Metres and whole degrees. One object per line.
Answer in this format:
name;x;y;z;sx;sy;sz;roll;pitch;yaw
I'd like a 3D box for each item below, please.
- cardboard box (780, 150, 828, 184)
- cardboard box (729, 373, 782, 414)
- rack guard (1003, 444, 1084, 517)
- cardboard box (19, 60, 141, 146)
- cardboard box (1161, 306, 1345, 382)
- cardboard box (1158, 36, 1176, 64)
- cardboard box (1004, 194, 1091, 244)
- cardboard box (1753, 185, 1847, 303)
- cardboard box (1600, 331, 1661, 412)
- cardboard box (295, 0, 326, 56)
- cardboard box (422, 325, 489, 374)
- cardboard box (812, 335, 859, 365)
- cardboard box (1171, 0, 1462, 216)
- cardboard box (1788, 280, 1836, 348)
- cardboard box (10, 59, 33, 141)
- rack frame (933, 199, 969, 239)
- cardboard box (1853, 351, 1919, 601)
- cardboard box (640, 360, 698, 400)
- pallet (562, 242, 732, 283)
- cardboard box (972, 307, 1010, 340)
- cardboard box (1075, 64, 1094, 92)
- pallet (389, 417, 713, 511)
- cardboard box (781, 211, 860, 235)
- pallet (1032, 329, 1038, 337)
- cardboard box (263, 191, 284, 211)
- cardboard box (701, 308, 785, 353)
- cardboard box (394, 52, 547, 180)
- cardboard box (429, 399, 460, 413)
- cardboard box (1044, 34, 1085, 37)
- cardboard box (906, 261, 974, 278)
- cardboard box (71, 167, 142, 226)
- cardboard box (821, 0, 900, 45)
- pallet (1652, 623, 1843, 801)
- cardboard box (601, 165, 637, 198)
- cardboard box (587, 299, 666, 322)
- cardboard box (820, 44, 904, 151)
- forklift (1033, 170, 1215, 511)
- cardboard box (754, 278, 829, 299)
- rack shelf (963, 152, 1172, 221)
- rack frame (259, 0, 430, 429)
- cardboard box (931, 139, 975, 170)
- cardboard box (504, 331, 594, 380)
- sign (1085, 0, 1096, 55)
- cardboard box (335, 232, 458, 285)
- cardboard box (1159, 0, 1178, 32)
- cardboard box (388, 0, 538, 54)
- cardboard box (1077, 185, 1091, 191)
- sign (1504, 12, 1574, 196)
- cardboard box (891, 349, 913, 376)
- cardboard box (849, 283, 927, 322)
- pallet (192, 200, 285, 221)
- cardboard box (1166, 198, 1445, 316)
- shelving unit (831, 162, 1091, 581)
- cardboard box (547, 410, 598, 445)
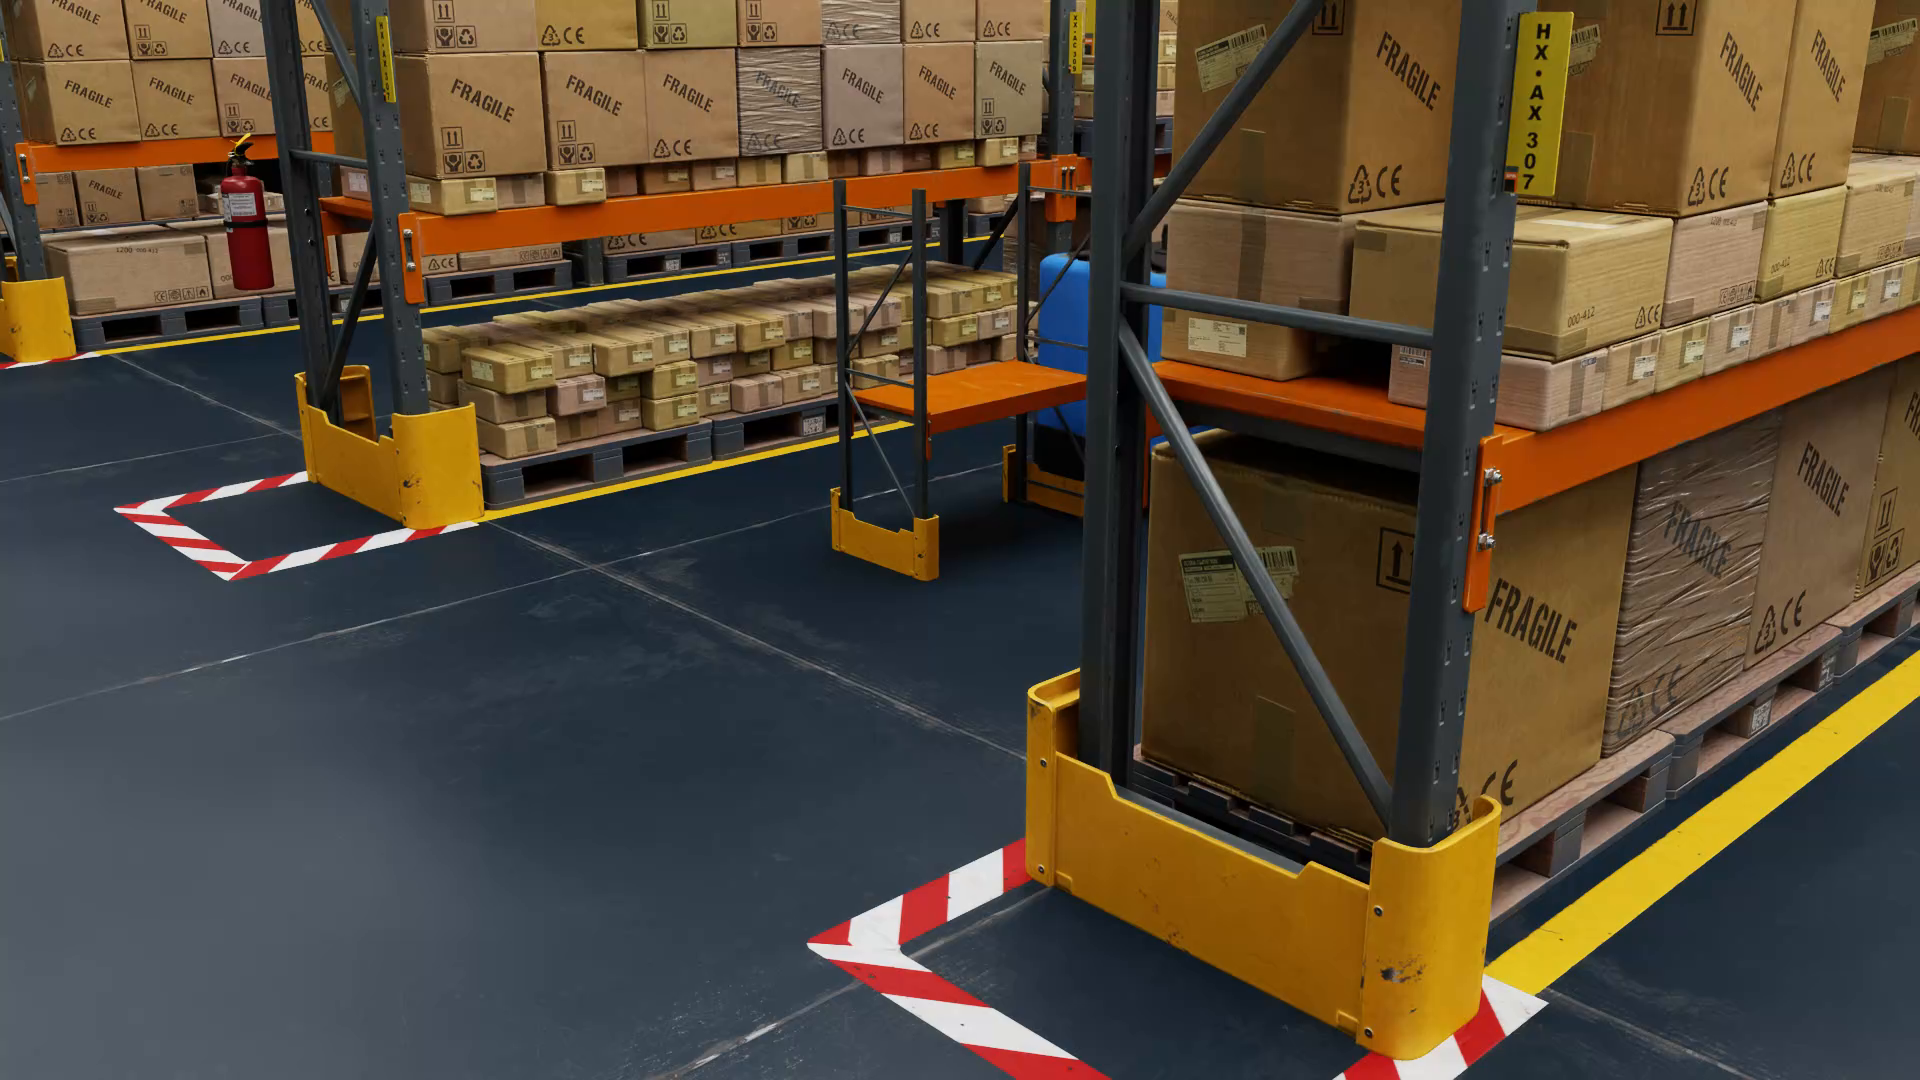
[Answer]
cardboard box;-0.874;-1.879;8.323;0.250;0.149;0.380;-16;24;-40
cardboard box;-1.115;-0.760;8.408;0.380;0.149;0.250;16;24;41
rack guard;0.417;-0.241;7.321;0.087;0.250;0.587;-16;24;-41
cardboard box;-5.575;-2.784;10.546;0.500;0.500;0.500;-17;24;-41
cardboard box;0.720;-0.508;4.095;0.250;0.149;0.380;-16;24;-40
cardboard box;1.060;-2.863;9.713;0.250;0.149;0.380;-15;23;-39
cardboard box;0.627;-2.041;10.571;0.500;0.250;0.500;-17;25;-42
cardboard box;1.962;-0.807;4.371;0.500;0.250;0.500;17;25;42
cardboard box;1.357;-0.415;3.807;0.250;0.149;0.380;-17;24;-42
cardboard box;-4.476;-3.588;11.404;0.500;0.500;0.500;-16;24;-41
cardboard box;-2.437;-0.907;7.895;0.250;0.149;0.380;-16;24;-40
cardboard box;-0.752;-1.043;8.798;0.380;0.149;0.250;17;24;41
cardboard box;0.861;-1.067;3.958;0.500;0.500;0.500;-16;24;-40
cardboard box;2.104;-0.633;4.481;0.250;0.149;0.380;-17;24;-41
cardboard box;-5.953;-2.908;10.928;0.500;0.500;0.500;-16;24;-41
rack frame;-0.309;-4.394;15.674;0.127;3.000;1.000;-16;24;-41
cardboard box;3.059;-0.393;6.097;0.875;0.875;0.875;-16;24;-41
cardboard box;-1.474;-0.797;8.038;0.250;0.149;0.380;-15;23;-39
pallet;-2.706;-2.401;14.046;1.213;0.211;1.003;-16;24;-41
cardboard box;0.061;-1.246;9.423;0.380;0.149;0.250;16;24;41
cardboard box;0.862;-2.661;9.572;0.250;0.149;0.380;-16;24;-40
pallet;-1.977;-0.465;8.077;1.213;0.211;1.003;-16;24;-41
cardboard box;-1.519;-3.267;14.963;0.875;0.875;0.875;-16;24;-40
pallet;0.824;-1.298;10.644;1.213;0.211;1.003;-16;24;-41
cardboard box;-6.831;-3.318;16.296;0.380;0.149;0.250;17;25;42
cardboard box;-1.090;-1.056;8.355;0.250;0.149;0.380;-16;24;-40
cardboard box;-2.131;-1.833;7.131;0.500;0.500;0.500;-15;23;-38
cardboard box;-2.408;-0.613;7.953;0.250;0.149;0.380;-16;24;-40
cardboard box;0.612;-3.008;10.160;0.380;0.149;0.250;17;25;42
cardboard box;-0.133;-1.559;9.906;0.250;0.149;0.380;-15;23;-39
cardboard box;-7.924;-3.192;15.337;0.500;0.500;0.500;-16;24;-40
cardboard box;-0.650;-2.747;8.329;0.500;0.500;0.500;-15;24;-39
pallet;2.101;0.404;5.396;1.213;0.211;1.003;-16;24;-41
cardboard box;-1.704;-1.681;7.712;0.250;0.149;0.380;-15;23;-38
cardboard box;-1.725;-1.140;8.616;0.250;0.149;0.380;-15;23;-39
cardboard box;-0.638;-2.267;8.469;0.500;0.500;0.500;-16;24;-41
forklift;1.813;-1.811;7.818;3.031;2.935;1.130;-14;22;-36
cardboard box;-0.939;-1.353;9.271;0.250;0.149;0.380;-16;24;-40
rack shelf;1.713;-2.540;11.123;4.000;0.370;1.077;-16;24;-41
rack frame;-2.647;-1.611;7.090;0.127;3.000;1.000;-16;24;-41
cardboard box;-0.135;-2.104;9.018;0.250;0.149;0.380;-15;23;-39
cardboard box;-1.915;-0.858;7.744;0.250;0.149;0.380;-16;24;-40
sign;0.324;-1.266;3.765;0.005;0.325;0.100;-16;24;-41
cardboard box;-4.395;-2.229;12.469;0.875;0.438;0.875;17;25;42
cardboard box;2.060;-5.376;17.377;0.500;0.500;0.500;-16;24;-41
cardboard box;-2.139;-2.311;6.985;0.500;0.500;0.500;-16;24;-41
cardboard box;1.194;-3.779;17.356;0.625;0.372;0.950;-15;23;-39
sign;1.064;-0.802;3.063;0.005;0.325;0.100;-16;24;-41
cardboard box;-0.460;-1.008;9.170;0.250;0.149;0.380;-17;25;-42
cardboard box;-0.397;-1.297;9.098;0.250;0.149;0.380;-15;23;-39
pallet;-7.128;-3.186;16.470;1.213;0.211;1.003;-16;24;-41
cardboard box;0.857;-0.710;4.073;0.500;0.250;0.500;-17;24;-42
shelving unit;0.055;-0.730;6.803;1.083;1.500;0.587;-16;24;-41
cardboard box;-1.913;-0.568;7.814;0.250;0.149;0.380;-16;24;-41
